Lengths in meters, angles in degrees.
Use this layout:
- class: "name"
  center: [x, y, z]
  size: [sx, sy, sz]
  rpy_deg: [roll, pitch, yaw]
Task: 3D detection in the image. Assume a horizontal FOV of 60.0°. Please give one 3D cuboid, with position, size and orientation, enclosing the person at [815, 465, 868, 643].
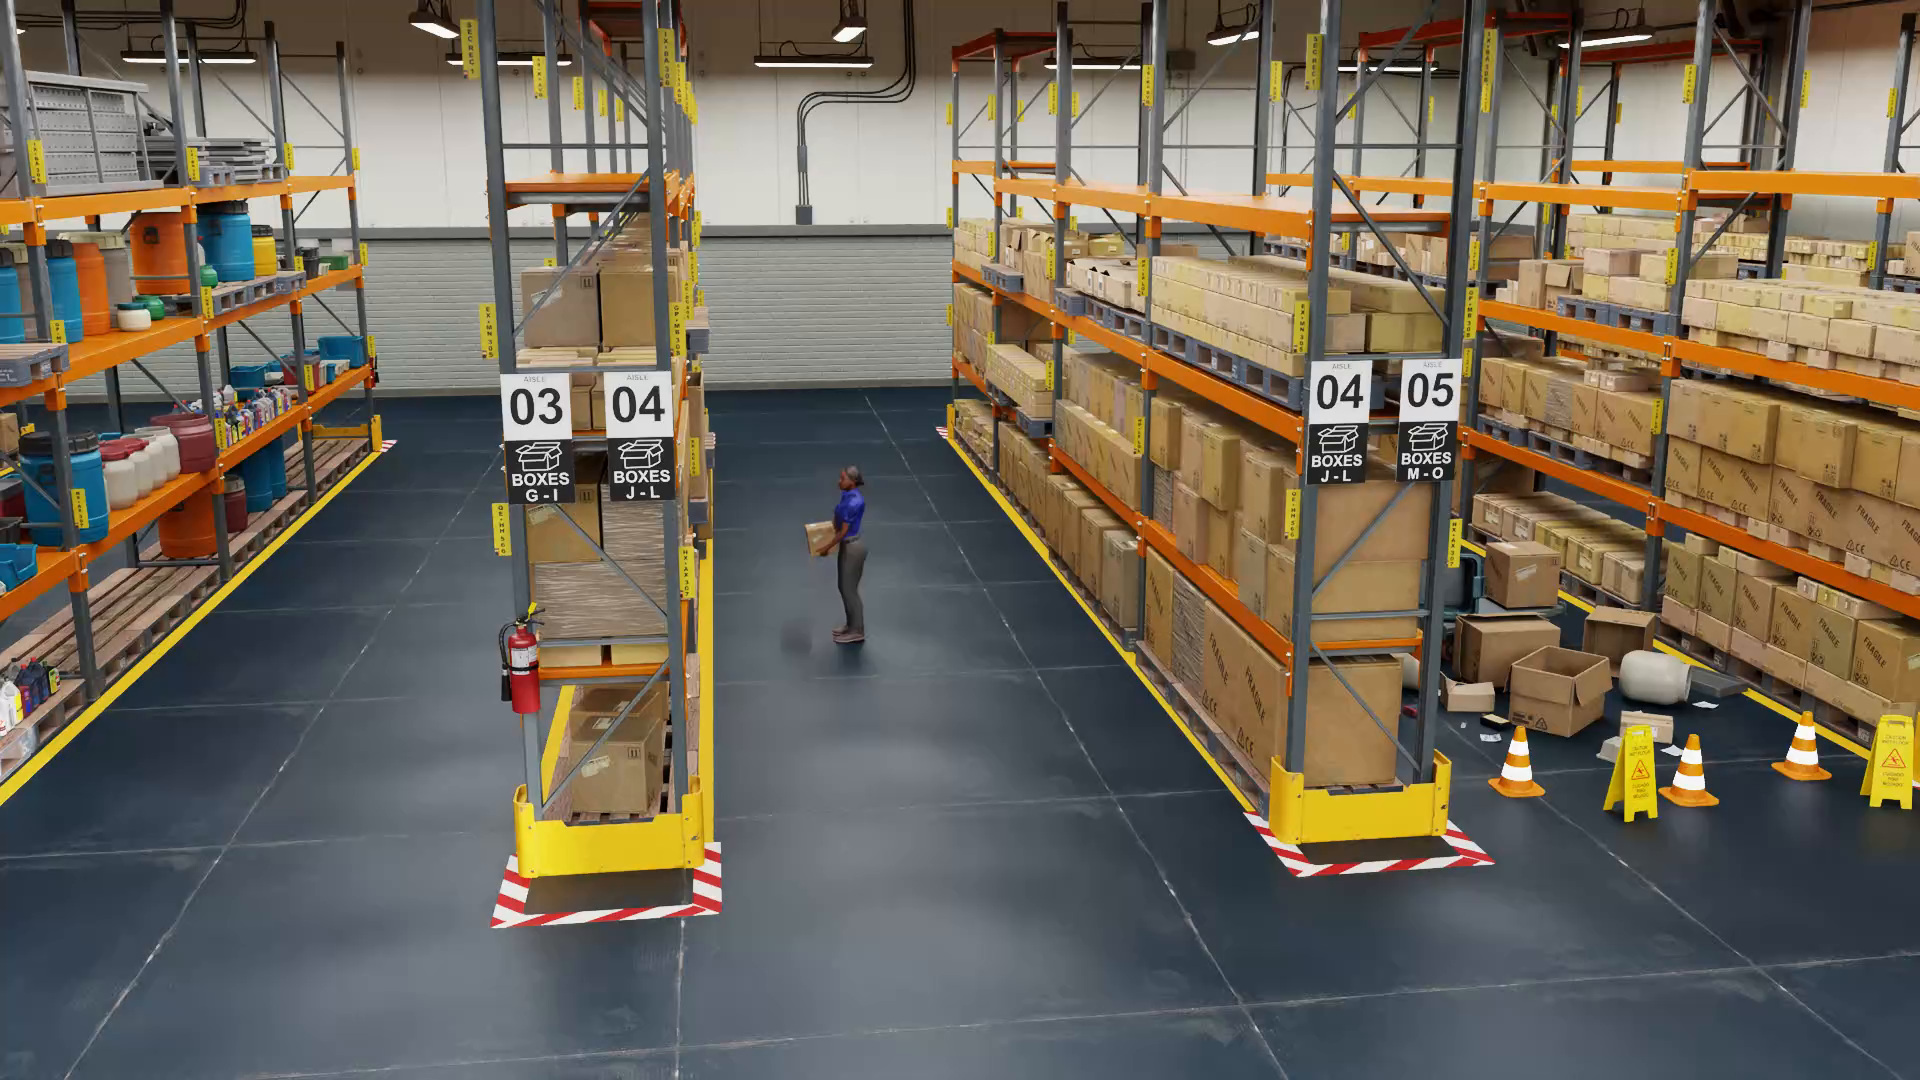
- class: "person"
  center: [-1.115, 0.123, 15.496]
  size: [0.504, 1.656, 0.435]
  rpy_deg: [-2, 13, -9]
